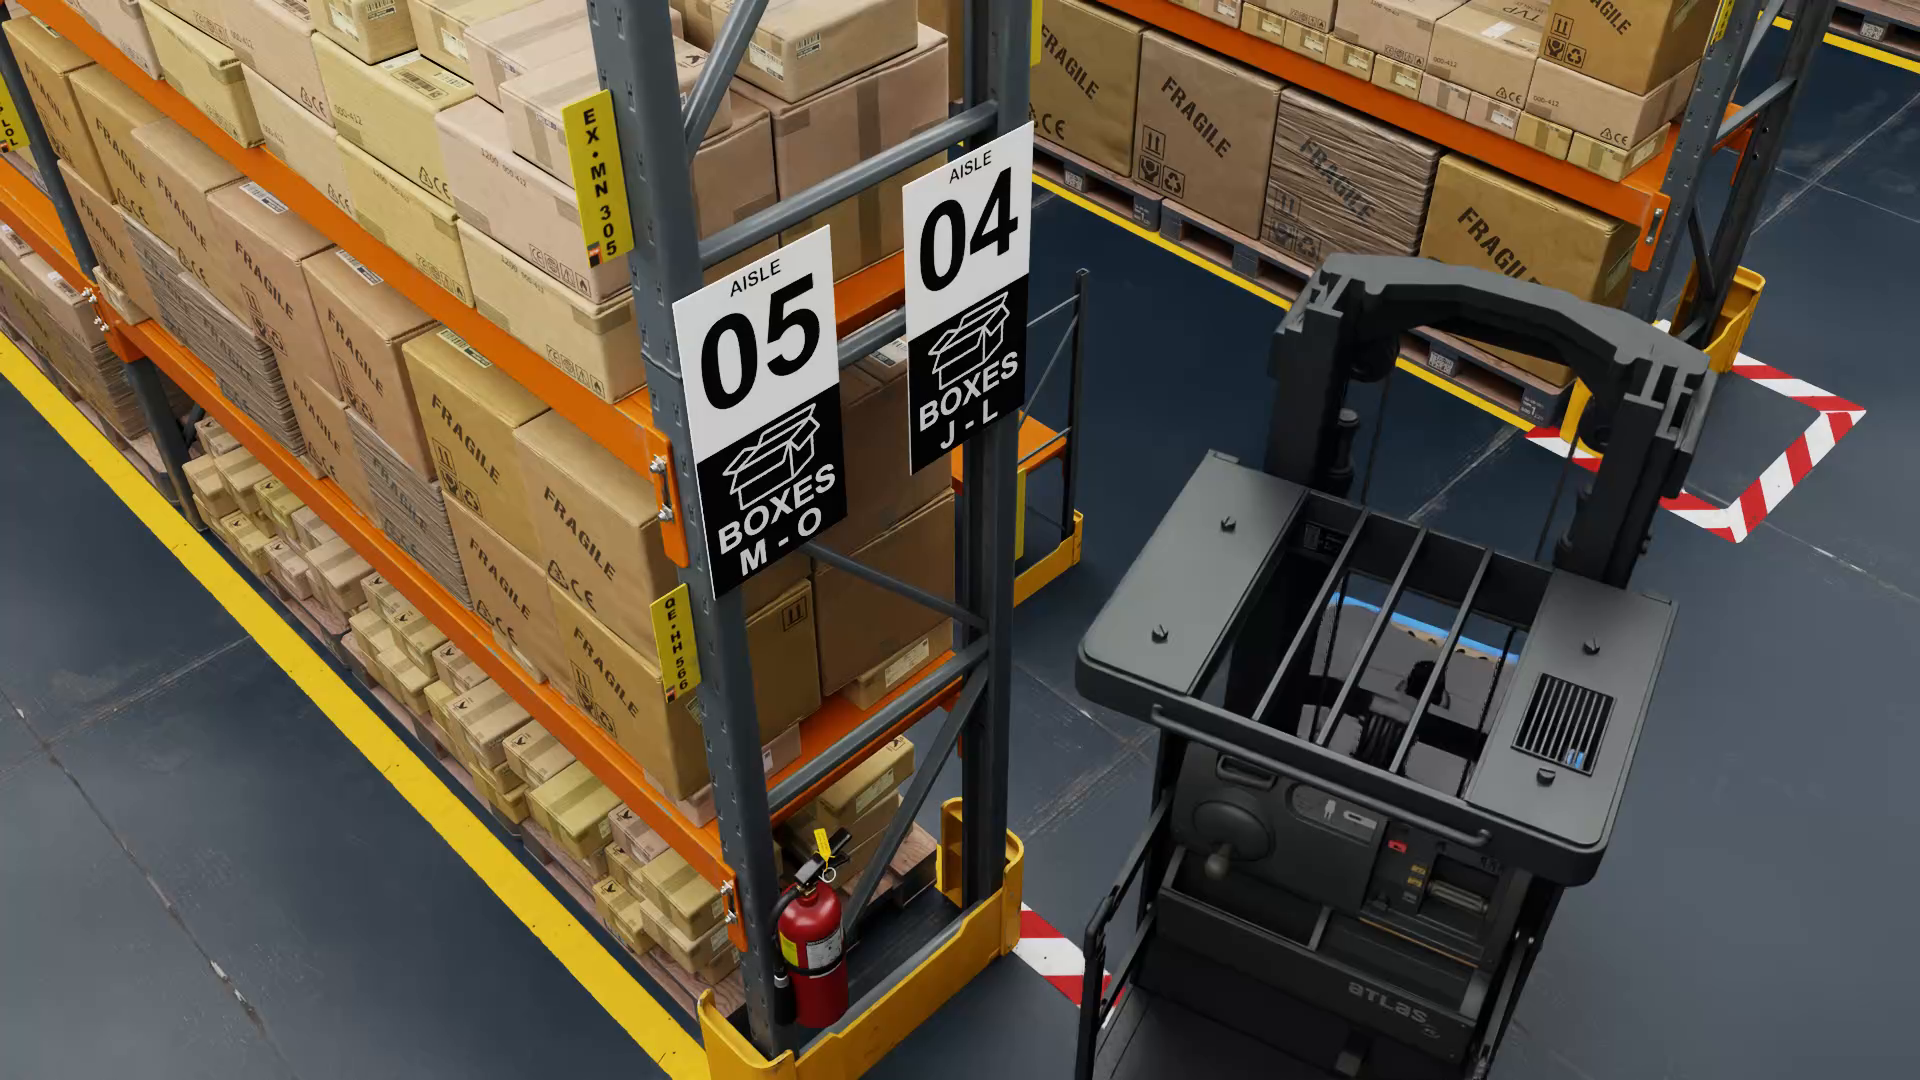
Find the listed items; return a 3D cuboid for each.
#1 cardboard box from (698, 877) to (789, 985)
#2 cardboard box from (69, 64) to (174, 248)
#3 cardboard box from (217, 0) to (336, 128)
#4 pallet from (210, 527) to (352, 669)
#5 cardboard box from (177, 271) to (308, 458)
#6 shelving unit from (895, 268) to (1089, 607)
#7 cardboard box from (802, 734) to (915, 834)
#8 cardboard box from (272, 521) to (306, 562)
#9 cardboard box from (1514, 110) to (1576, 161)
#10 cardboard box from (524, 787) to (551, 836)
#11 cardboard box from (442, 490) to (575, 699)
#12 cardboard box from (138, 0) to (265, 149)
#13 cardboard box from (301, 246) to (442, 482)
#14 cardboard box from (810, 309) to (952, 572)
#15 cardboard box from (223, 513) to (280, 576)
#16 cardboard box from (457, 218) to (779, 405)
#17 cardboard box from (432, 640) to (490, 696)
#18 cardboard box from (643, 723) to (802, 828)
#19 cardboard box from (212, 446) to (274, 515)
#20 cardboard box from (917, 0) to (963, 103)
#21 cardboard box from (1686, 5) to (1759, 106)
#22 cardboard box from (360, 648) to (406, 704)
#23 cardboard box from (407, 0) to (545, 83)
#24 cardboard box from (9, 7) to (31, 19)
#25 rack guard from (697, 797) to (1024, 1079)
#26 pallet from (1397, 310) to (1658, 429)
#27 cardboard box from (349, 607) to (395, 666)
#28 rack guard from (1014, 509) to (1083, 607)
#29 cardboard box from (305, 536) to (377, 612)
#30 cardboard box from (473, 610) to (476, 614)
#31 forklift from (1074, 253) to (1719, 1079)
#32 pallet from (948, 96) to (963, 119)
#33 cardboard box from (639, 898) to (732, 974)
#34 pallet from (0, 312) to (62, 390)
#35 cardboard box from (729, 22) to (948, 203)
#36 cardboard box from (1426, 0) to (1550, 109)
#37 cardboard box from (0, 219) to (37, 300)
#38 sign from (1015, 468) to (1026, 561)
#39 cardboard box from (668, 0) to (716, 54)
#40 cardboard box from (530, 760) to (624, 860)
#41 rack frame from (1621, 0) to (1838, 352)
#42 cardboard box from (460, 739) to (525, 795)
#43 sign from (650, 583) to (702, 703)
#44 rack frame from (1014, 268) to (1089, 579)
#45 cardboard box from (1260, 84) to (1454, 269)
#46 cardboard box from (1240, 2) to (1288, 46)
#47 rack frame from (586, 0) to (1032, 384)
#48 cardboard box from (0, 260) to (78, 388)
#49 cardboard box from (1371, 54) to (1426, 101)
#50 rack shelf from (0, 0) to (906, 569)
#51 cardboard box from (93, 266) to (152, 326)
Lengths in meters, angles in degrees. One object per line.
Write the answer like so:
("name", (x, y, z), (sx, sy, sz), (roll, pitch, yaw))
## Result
("cardboard box", (-0.762, 1.265, 5.579), (0.380, 0.149, 0.250), (-33, 52, -31))
("cardboard box", (-2.544, -1.335, 5.572), (0.500, 0.500, 0.500), (33, 52, 30))
("cardboard box", (-1.470, -1.297, 4.093), (0.500, 0.250, 0.500), (-33, 52, -31))
("pallet", (-2.568, -0.067, 7.284), (1.003, 0.211, 1.213), (-34, 53, -31))
("cardboard box", (-2.211, -0.691, 5.612), (0.500, 0.500, 0.500), (33, 52, 31))
("shelving unit", (-0.054, -0.587, 6.898), (0.587, 1.500, 1.083), (-34, 53, -31))
("cardboard box", (-0.372, 0.785, 5.661), (0.250, 0.149, 0.380), (32, 51, 30))
("cardboard box", (-2.598, -0.107, 6.845), (0.250, 0.149, 0.380), (34, 52, 31))
("cardboard box", (2.671, -1.849, 7.343), (0.380, 0.149, 0.250), (-34, 52, -31))
("cardboard box", (-1.324, 0.909, 5.964), (0.380, 0.149, 0.250), (-34, 52, -31))
("cardboard box", (-1.102, 0.037, 4.825), (0.500, 0.500, 0.500), (33, 52, 31))
("cardboard box", (-1.847, -1.346, 4.514), (0.500, 0.250, 0.500), (-32, 51, -30))
("cardboard box", (-1.473, -0.578, 4.753), (0.500, 0.500, 0.500), (-31, 51, -29))
("cardboard box", (-0.372, -0.331, 4.486), (0.500, 0.500, 0.500), (34, 52, 31))
("cardboard box", (-2.850, -0.047, 7.000), (0.380, 0.149, 0.250), (-33, 52, -30))
("cardboard box", (-0.751, -0.613, 3.721), (0.500, 0.250, 0.500), (33, 52, 31))
("cardboard box", (-1.680, 0.418, 6.058), (0.250, 0.149, 0.380), (32, 52, 30))
("cardboard box", (-0.673, 0.596, 4.697), (0.380, 0.149, 0.250), (-34, 53, -31))
("cardboard box", (-2.818, -0.297, 6.831), (0.380, 0.149, 0.250), (-31, 51, -29))
("cardboard box", (0.050, -3.397, 10.090), (1.225, 0.875, 0.875), (-34, 52, -31))
("cardboard box", (3.193, -2.218, 7.448), (0.500, 0.250, 0.500), (33, 52, 30))
("cardboard box", (-2.093, 0.429, 6.484), (0.250, 0.149, 0.380), (33, 52, 30))
("cardboard box", (-0.972, -1.159, 3.649), (0.250, 0.149, 0.380), (33, 52, 30))
("cardboard box", (-3.860, -2.030, 6.792), (0.250, 0.149, 0.380), (33, 52, 30))
("rack guard", (-0.296, 1.407, 5.477), (1.175, 0.500, 0.348), (-34, 53, -31))
("pallet", (2.721, -1.126, 8.430), (1.003, 0.211, 1.213), (-34, 53, -31))
("cardboard box", (-2.099, 0.319, 6.384), (0.250, 0.149, 0.380), (34, 52, 31))
("rack guard", (0.298, 0.111, 7.063), (0.587, 0.250, 0.087), (-34, 53, -31))
("cardboard box", (-2.282, 0.077, 6.427), (0.380, 0.149, 0.250), (-33, 52, -30))
("cardboard box", (-1.372, 0.093, 5.241), (0.250, 0.149, 0.380), (32, 51, 30))
("forklift", (0.921, 0.894, 4.240), (1.130, 2.935, 3.031), (20, 46, 20))
("pallet", (-0.082, -3.036, 10.497), (1.003, 0.211, 1.213), (-34, 53, -31))
("cardboard box", (-0.817, 1.192, 5.439), (0.250, 0.149, 0.380), (33, 52, 30))
("pallet", (-4.484, -1.332, 8.654), (1.003, 0.211, 1.213), (-34, 53, -31))
("cardboard box", (-0.376, -1.045, 3.820), (0.500, 0.250, 0.500), (-33, 52, -31))
("cardboard box", (2.453, -2.207, 7.437), (0.500, 0.250, 0.500), (33, 52, 31))
("cardboard box", (-4.126, -1.399, 7.651), (0.500, 0.250, 0.500), (-32, 51, -30))
("sign", (0.142, -0.053, 4.577), (0.100, 0.325, 0.005), (-34, 53, -31))
("cardboard box", (-0.477, -1.247, 3.745), (0.380, 0.149, 0.250), (-32, 51, -30))
("cardboard box", (-1.205, 0.855, 5.585), (0.250, 0.149, 0.380), (33, 52, 31))
("rack frame", (3.341, -1.803, 7.109), (1.000, 3.000, 0.127), (-34, 53, -31))
("cardboard box", (-1.560, 0.700, 5.971), (0.380, 0.149, 0.250), (-33, 52, -31))
("sign", (-0.650, 0.240, 3.811), (0.100, 0.325, 0.005), (-34, 53, -31))
("rack frame", (0.299, -0.348, 6.638), (0.500, 1.500, 0.032), (-34, 53, -31))
("cardboard box", (2.189, -1.884, 8.452), (0.875, 0.875, 0.875), (-34, 53, -31))
("cardboard box", (1.591, -2.583, 8.138), (0.250, 0.149, 0.380), (33, 52, 30))
("rack frame", (-0.243, -1.678, 2.553), (1.000, 3.000, 0.127), (-34, 53, -31))
("cardboard box", (-4.130, -1.115, 7.896), (0.500, 0.500, 0.500), (33, 52, 30))
("cardboard box", (2.134, -2.215, 7.739), (0.250, 0.149, 0.380), (33, 52, 31))
("rack shelf", (-1.655, -1.273, 4.855), (1.077, 0.370, 4.000), (-34, 53, -31))
("cardboard box", (-3.099, -1.012, 6.437), (0.380, 0.149, 0.250), (-32, 52, -30))
